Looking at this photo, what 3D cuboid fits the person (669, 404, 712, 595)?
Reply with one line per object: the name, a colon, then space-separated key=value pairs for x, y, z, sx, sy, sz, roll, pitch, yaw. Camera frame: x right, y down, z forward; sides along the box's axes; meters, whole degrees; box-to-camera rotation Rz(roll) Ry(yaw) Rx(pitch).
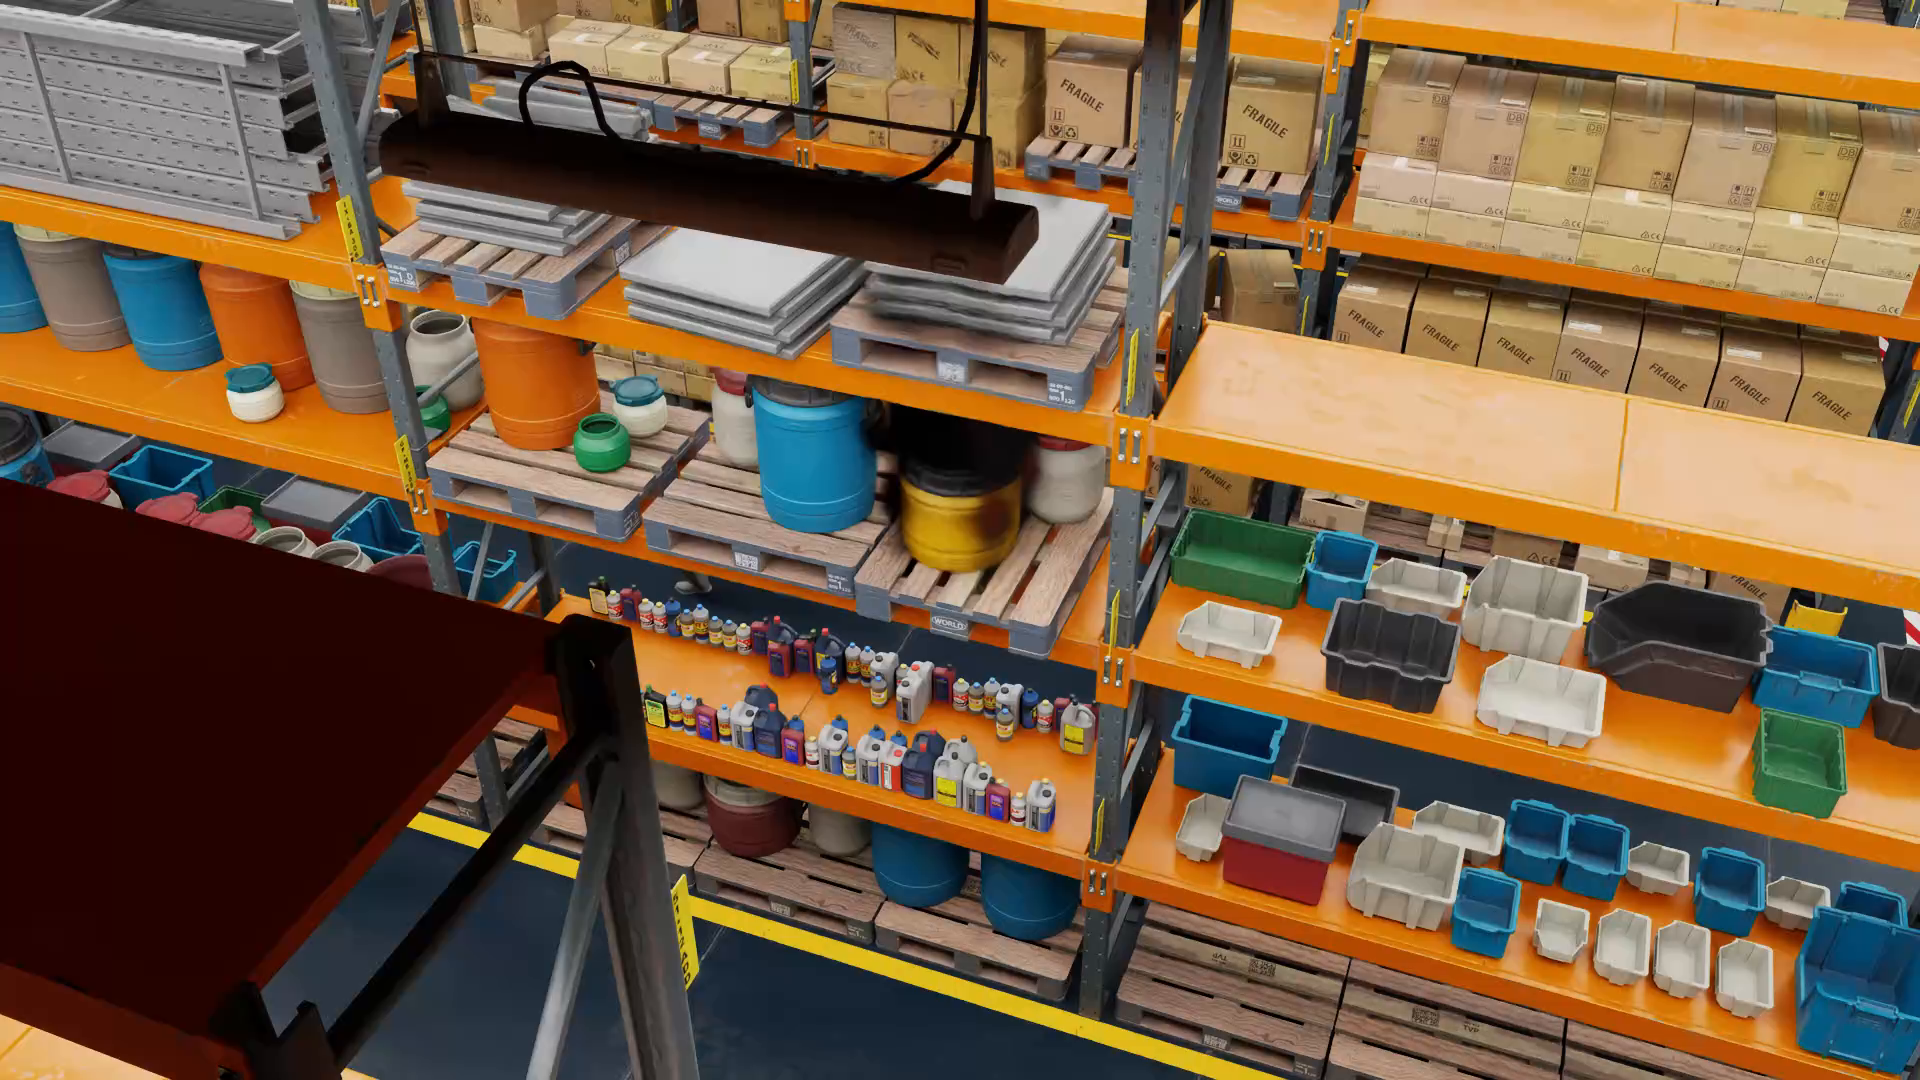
person: x=-2.102 y=-0.285 z=12.400 sx=0.534 sy=1.660 sz=0.580 roll=5 pitch=37 yaw=7
